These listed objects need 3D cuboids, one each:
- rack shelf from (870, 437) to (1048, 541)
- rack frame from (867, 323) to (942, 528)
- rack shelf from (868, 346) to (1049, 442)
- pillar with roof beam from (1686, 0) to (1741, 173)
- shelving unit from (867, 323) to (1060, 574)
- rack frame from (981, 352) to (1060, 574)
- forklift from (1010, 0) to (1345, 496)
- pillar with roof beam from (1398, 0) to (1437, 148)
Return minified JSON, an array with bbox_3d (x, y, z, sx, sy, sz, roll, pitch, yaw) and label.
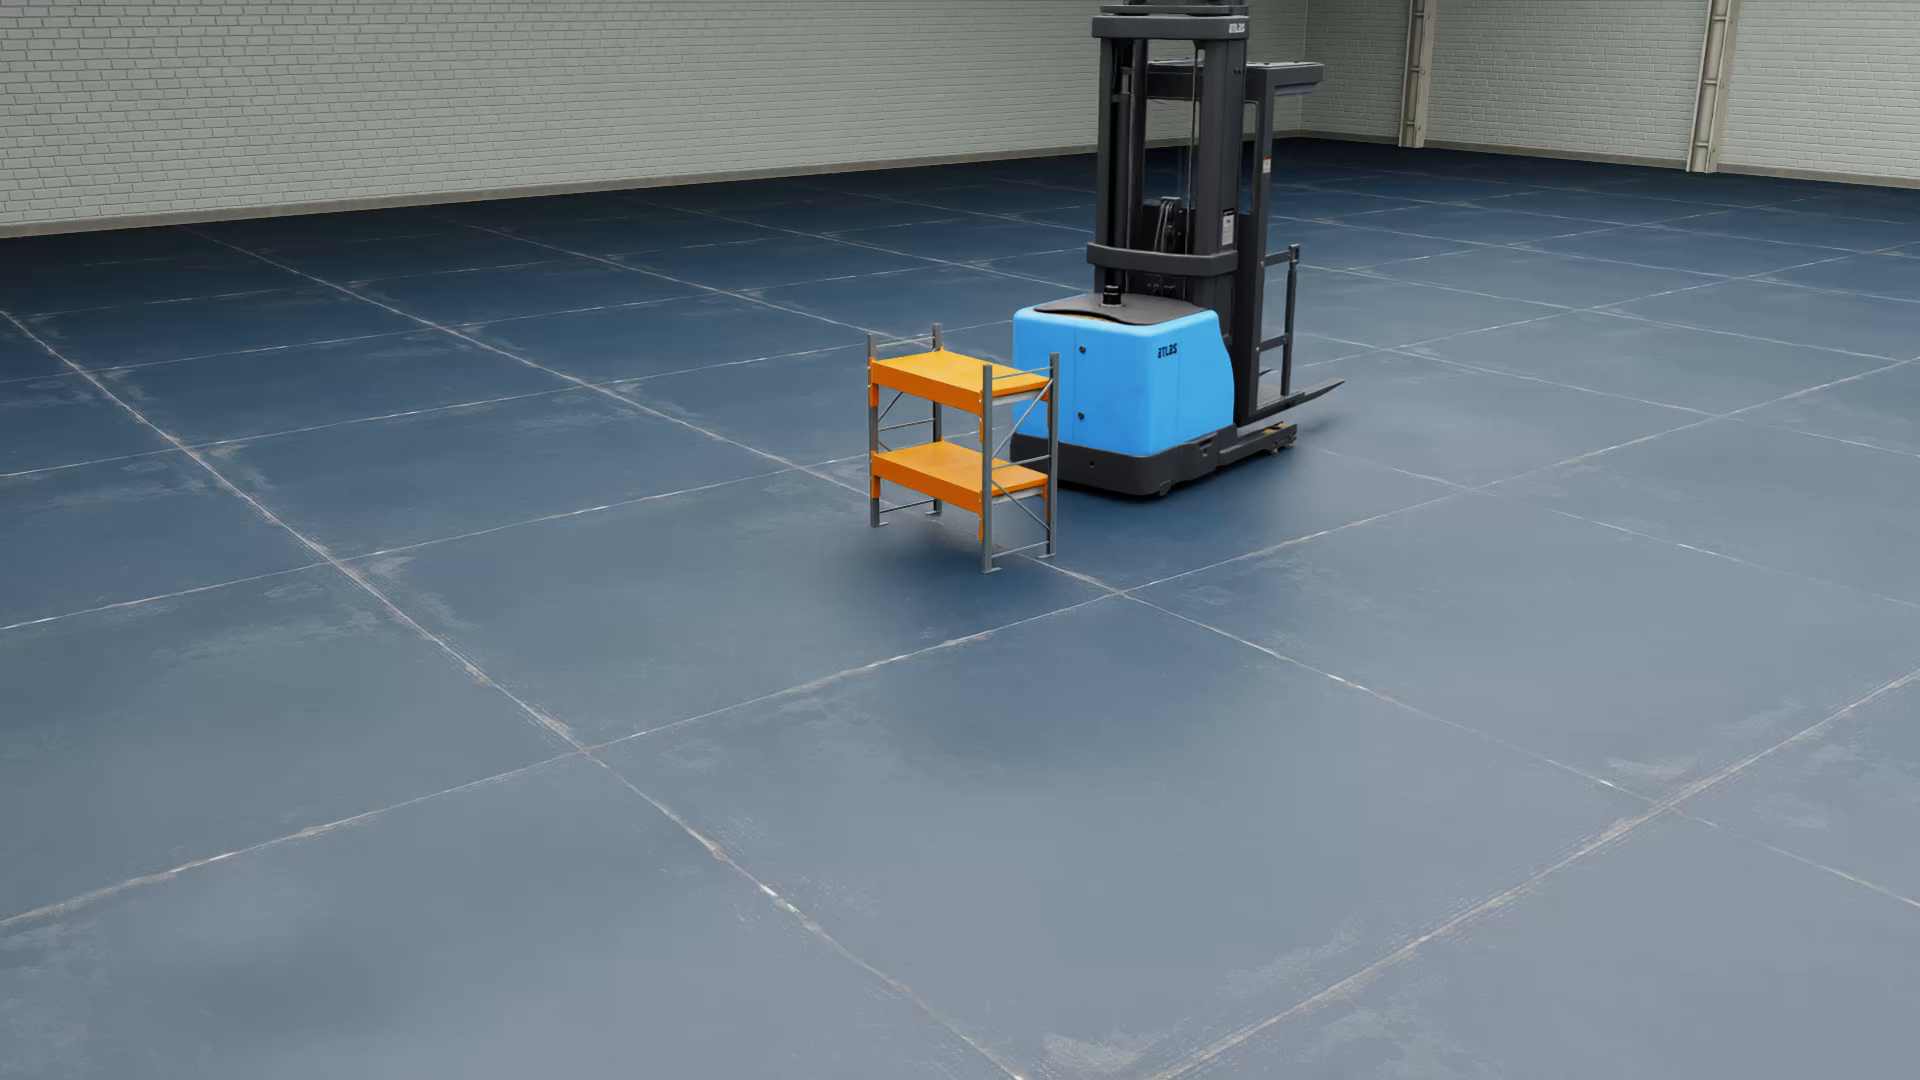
[{"bbox_3d":[0.004,-0.300,9.258,0.538,0.278,1.000,-14,23,-36],"label":"rack shelf"},{"bbox_3d":[-0.311,-0.658,9.559,0.500,1.125,0.032,-14,23,-36],"label":"rack frame"},{"bbox_3d":[0.004,-0.810,9.089,0.538,0.278,1.000,-14,23,-36],"label":"rack shelf"},{"bbox_3d":[9.247,-9.707,24.361,9.100,9.000,0.400,-14,23,-36],"label":"pillar with roof beam"},{"bbox_3d":[0.004,-0.532,9.181,0.538,1.125,1.048,-14,23,-36],"label":"shelving unit"},{"bbox_3d":[0.320,-0.407,8.802,0.500,1.125,0.032,-14,23,-36],"label":"rack frame"},{"bbox_3d":[1.626,-2.051,10.895,1.130,2.935,3.031,14,23,36],"label":"forklift"},{"bbox_3d":[5.521,-11.185,28.826,9.100,9.000,0.400,-14,23,-36],"label":"pillar with roof beam"}]
